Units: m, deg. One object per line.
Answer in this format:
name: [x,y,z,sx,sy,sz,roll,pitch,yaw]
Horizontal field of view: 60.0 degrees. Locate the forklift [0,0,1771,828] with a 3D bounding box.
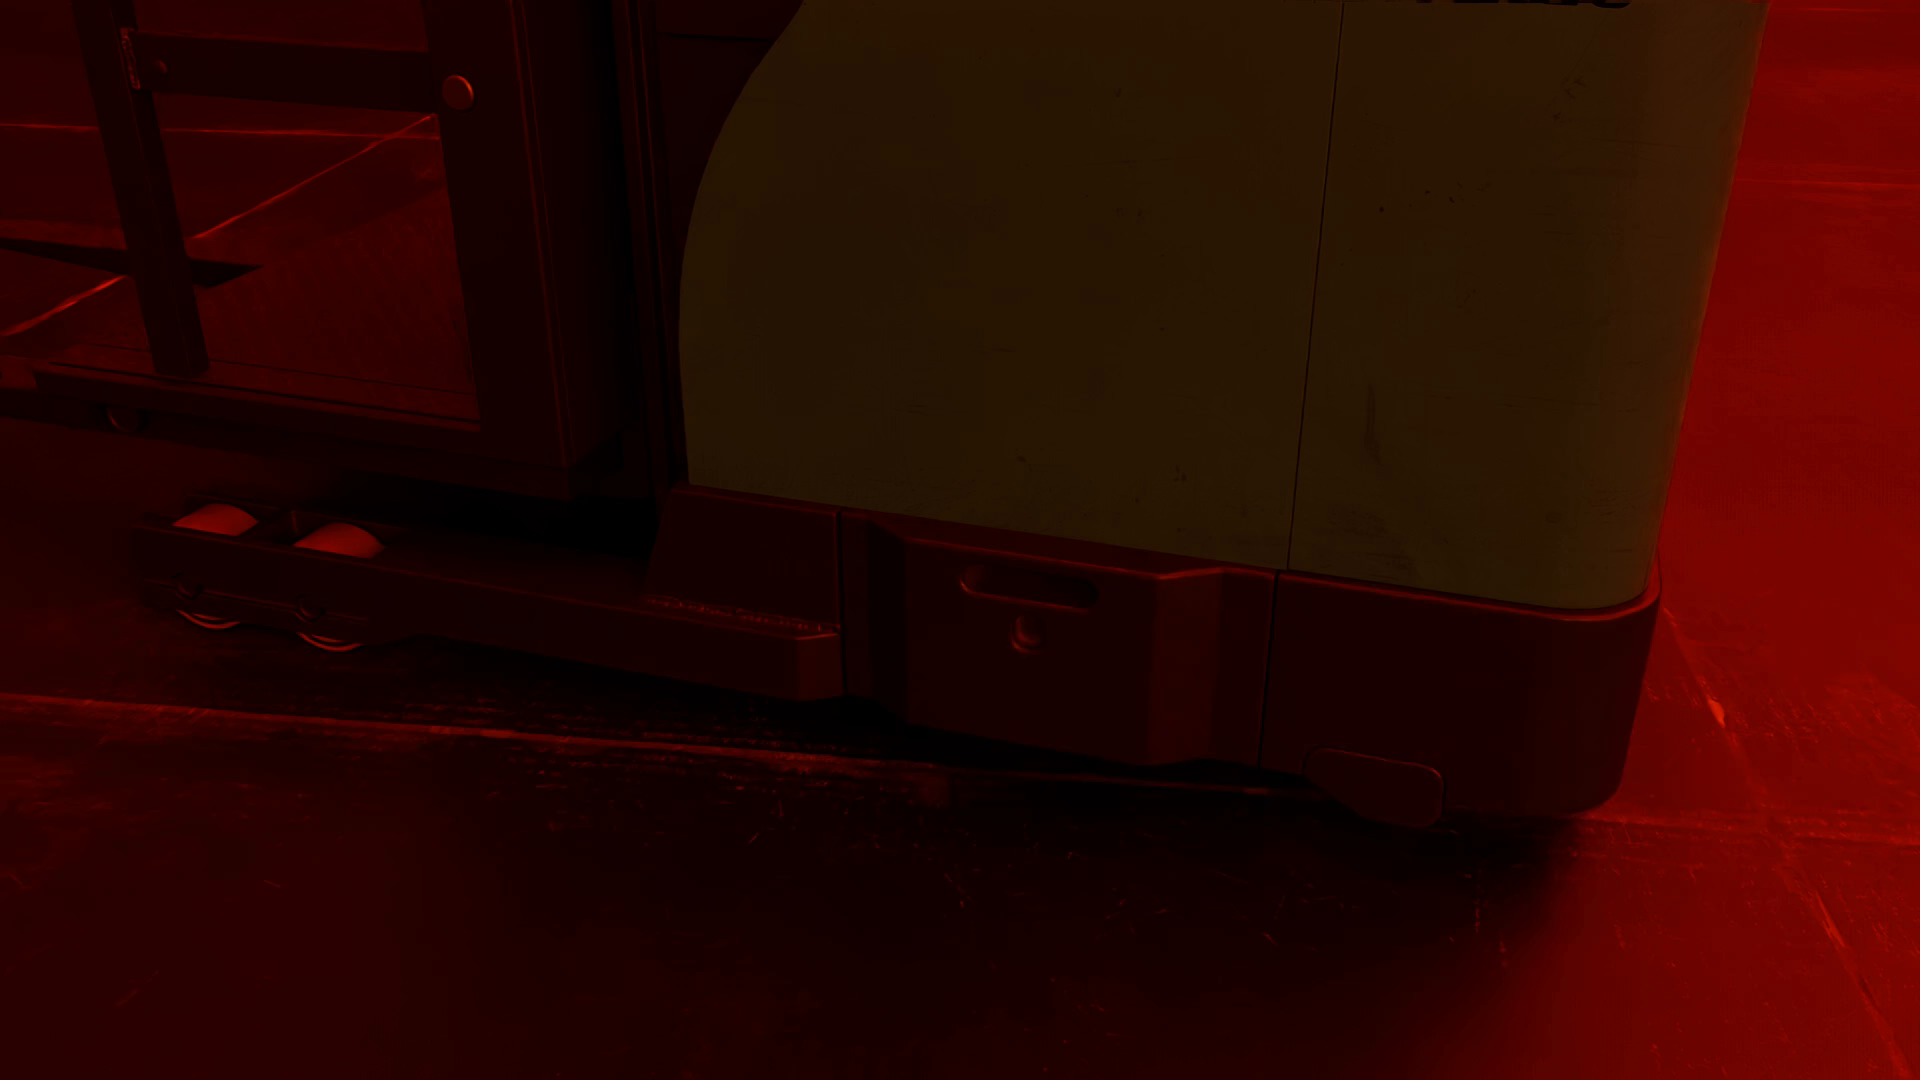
forklift: [-0.585,-1.377,1.977,3.031,2.935,1.130,8,28,16]
